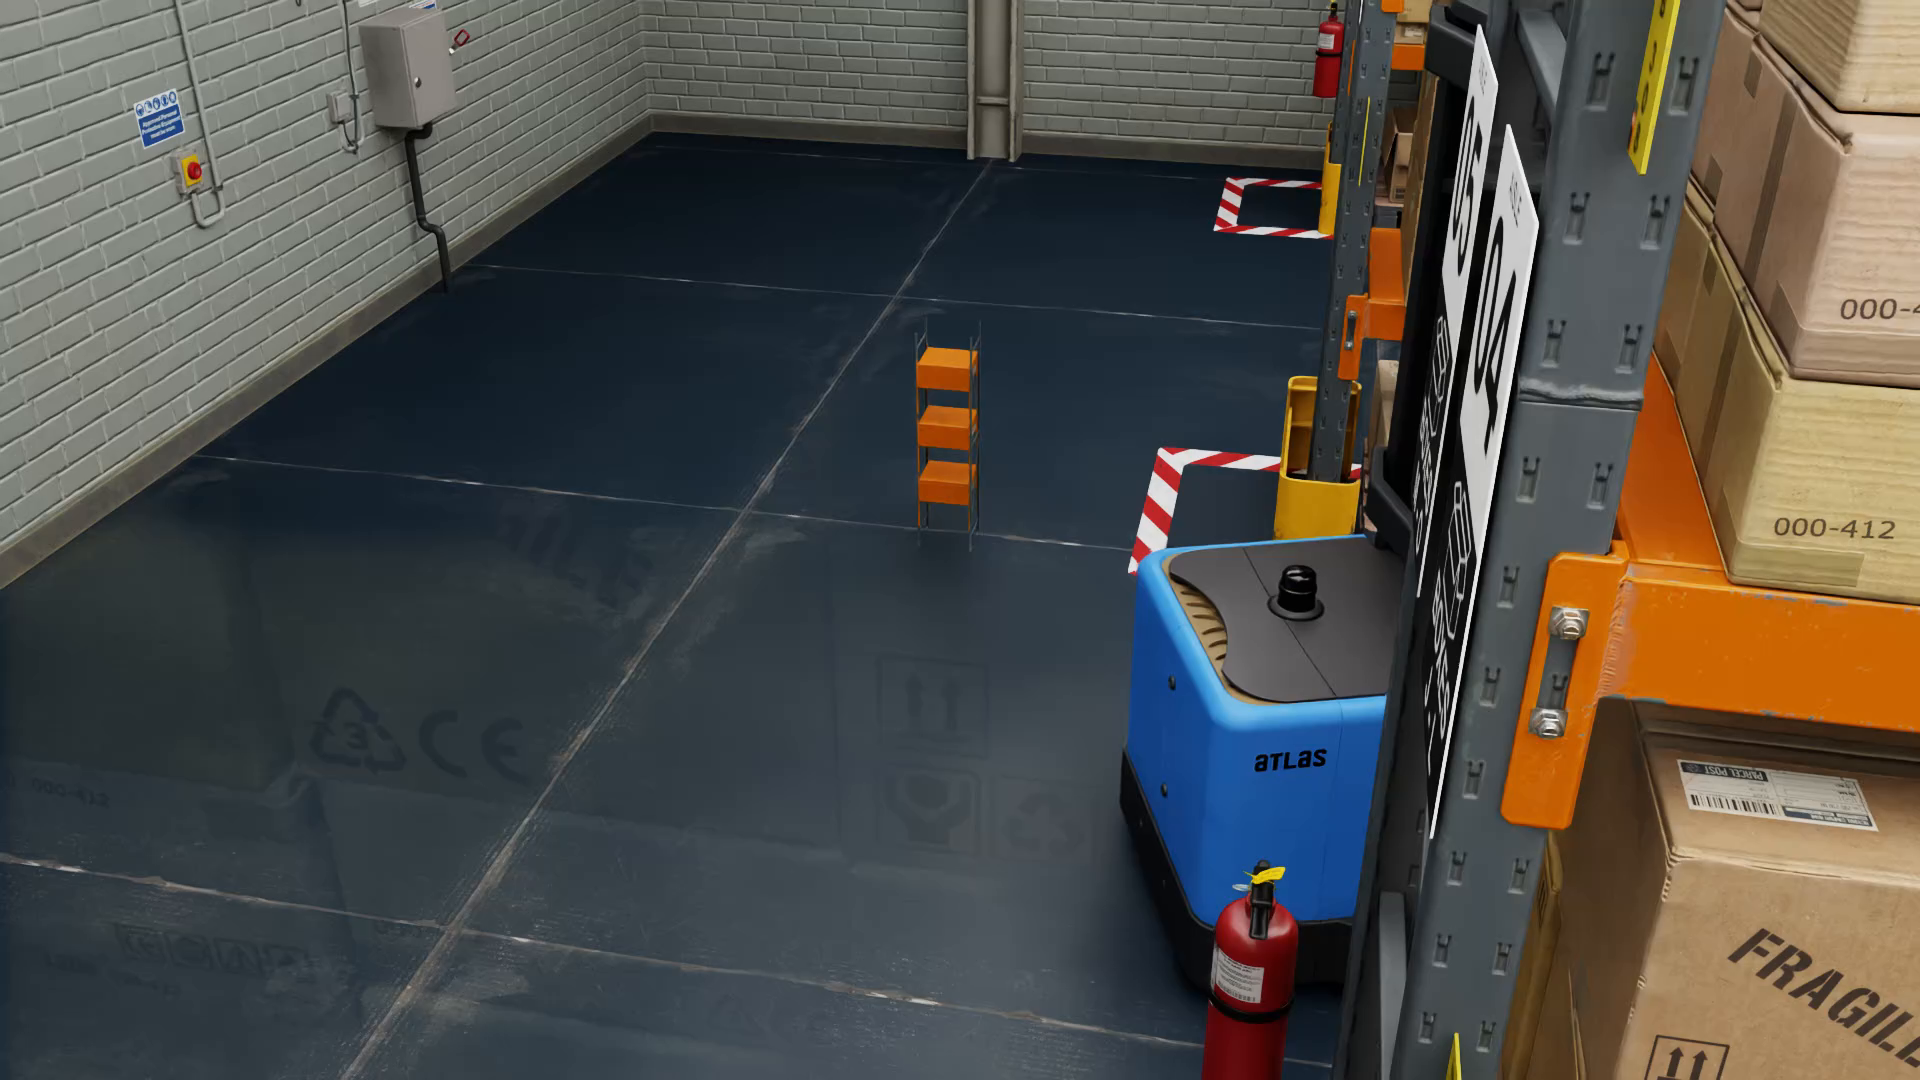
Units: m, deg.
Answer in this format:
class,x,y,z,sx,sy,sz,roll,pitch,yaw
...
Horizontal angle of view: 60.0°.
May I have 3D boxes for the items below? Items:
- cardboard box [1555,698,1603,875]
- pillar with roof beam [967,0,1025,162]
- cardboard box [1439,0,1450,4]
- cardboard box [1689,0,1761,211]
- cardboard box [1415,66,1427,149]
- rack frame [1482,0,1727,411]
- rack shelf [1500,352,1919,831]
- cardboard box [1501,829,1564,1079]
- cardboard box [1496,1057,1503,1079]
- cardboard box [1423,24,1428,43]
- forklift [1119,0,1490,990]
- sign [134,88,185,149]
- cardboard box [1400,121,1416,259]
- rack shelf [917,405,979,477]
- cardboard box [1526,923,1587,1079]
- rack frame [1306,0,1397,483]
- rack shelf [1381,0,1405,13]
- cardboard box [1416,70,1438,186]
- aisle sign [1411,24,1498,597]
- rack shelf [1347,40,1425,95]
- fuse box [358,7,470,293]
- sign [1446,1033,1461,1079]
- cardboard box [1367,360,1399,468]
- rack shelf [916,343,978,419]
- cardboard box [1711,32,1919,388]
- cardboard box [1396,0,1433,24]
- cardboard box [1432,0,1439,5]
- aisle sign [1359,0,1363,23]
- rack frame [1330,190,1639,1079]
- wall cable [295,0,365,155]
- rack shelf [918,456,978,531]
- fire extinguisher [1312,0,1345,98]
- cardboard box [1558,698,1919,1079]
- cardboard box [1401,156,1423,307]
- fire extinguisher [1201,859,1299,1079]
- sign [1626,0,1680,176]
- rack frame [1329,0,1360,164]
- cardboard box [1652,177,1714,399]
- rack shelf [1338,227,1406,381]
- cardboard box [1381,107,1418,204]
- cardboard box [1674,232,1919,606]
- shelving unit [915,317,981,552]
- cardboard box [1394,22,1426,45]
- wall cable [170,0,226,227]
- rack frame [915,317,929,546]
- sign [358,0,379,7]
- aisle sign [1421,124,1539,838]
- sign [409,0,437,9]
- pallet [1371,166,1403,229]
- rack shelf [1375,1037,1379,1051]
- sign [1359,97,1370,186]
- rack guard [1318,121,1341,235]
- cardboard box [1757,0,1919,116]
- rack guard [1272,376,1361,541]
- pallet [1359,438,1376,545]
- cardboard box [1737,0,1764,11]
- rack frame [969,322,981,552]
class,x,y,z,sx,sy,sz,roll,pitch,yaw
cardboard box,1.259,0.255,2.705,0.500,0.500,0.500,5,29,10
pillar with roof beam,-0.620,-5.031,7.568,0.400,9.000,9.100,6,29,11
cardboard box,1.984,-1.997,6.453,0.250,0.149,0.380,6,29,12
cardboard box,1.263,-0.603,2.241,0.500,0.250,0.500,5,29,9
cardboard box,2.216,-1.942,7.028,0.500,0.500,0.500,7,29,12
rack frame,0.760,-1.692,1.470,0.127,3.000,1.000,6,29,11
rack shelf,2.716,0.139,1.997,4.000,0.370,1.077,6,29,11
cardboard box,1.253,0.689,2.954,0.500,0.500,0.500,6,29,12
cardboard box,1.138,0.949,3.154,0.250,0.149,0.380,6,29,11
cardboard box,3.250,-3.451,11.192,0.250,0.149,0.380,7,29,12
forklift,2.128,-0.192,5.049,3.031,2.935,1.130,-4,29,-8
sign,-3.894,-2.052,8.093,0.001,0.218,0.327,6,29,11
cardboard box,2.222,-1.515,7.290,0.500,0.500,0.500,6,29,11
rack shelf,-0.052,-0.457,7.513,0.240,0.259,0.215,6,29,11
cardboard box,1.141,0.940,2.496,0.500,0.500,0.500,7,30,13
rack frame,1.695,-1.396,7.176,0.127,3.000,1.000,6,29,11
rack shelf,3.651,-2.195,6.262,4.000,0.370,1.077,6,29,11
cardboard box,2.105,-1.696,6.579,0.500,0.500,0.500,5,29,9
aisle sign,0.751,-0.349,2.558,0.004,0.787,0.394,6,29,11
rack shelf,4.684,-3.211,11.241,4.000,0.370,1.077,6,29,11
fuse box,-3.243,-2.357,10.273,0.414,1.711,0.539,6,29,11
sign,0.647,0.814,2.238,0.005,0.325,0.100,6,29,11
cardboard box,2.361,-0.437,7.655,0.875,0.438,0.875,5,29,9
rack shelf,-0.052,-0.705,7.377,0.240,0.259,0.215,6,29,11
cardboard box,1.145,-0.363,1.802,0.500,0.250,0.500,6,29,11
cardboard box,3.115,-3.620,11.085,0.500,0.250,0.500,6,29,11
cardboard box,2.088,-2.221,6.862,0.250,0.149,0.380,6,29,11
aisle sign,1.564,-2.407,6.316,0.004,0.787,0.394,6,29,11
rack frame,0.760,0.939,2.911,0.127,3.000,1.000,6,29,11
wall cable,-3.540,-3.063,9.163,0.122,1.984,0.588,6,29,11
rack shelf,-0.052,-0.213,7.646,0.240,0.259,0.215,6,29,11
fire extinguisher,2.487,-3.327,11.173,0.183,0.674,0.296,6,29,11
cardboard box,1.143,0.496,2.266,0.500,0.500,0.500,6,29,10
cardboard box,2.104,-1.257,6.818,0.500,0.500,0.500,6,29,10
fire extinguisher,0.610,0.895,3.461,0.183,0.674,0.296,6,29,11
sign,0.647,-0.505,1.515,0.005,0.325,0.100,6,29,11
rack frame,2.728,-3.727,11.434,0.127,3.000,1.000,6,29,11
cardboard box,1.260,-0.389,2.370,0.500,0.250,0.500,5,29,9
rack shelf,3.651,-0.880,6.982,4.000,0.370,1.077,6,29,11
cardboard box,3.306,-2.711,11.740,0.637,0.503,0.797,5,29,9
cardboard box,1.146,-0.146,1.925,0.500,0.250,0.500,7,29,12
shelving unit,-0.052,-0.466,7.508,0.252,1.050,0.215,6,29,11
cardboard box,2.992,-3.455,11.199,0.250,0.149,0.380,6,29,10
wall cable,-3.825,-2.410,7.937,0.123,1.953,0.585,6,29,11
rack frame,-0.172,-0.478,7.530,0.008,1.050,0.200,6,29,11
sign,-3.457,-3.279,9.756,0.001,0.242,0.339,6,29,11
aisle sign,0.626,-0.068,2.043,0.004,0.787,0.394,6,29,11
sign,-3.343,-3.133,10.448,0.001,0.494,0.329,6,29,11
pallet,3.582,-2.417,11.945,1.213,0.211,1.003,6,29,11
rack shelf,2.716,1.455,2.717,4.000,0.370,1.077,6,29,11
sign,1.573,-1.550,6.474,0.005,0.325,0.100,6,29,11
rack guard,2.802,-2.623,12.021,0.348,0.500,1.175,6,29,11
cardboard box,1.029,-0.566,1.756,0.250,0.149,0.380,6,29,10
rack guard,1.671,-0.302,7.780,0.348,0.500,1.175,6,29,11
pallet,2.493,-0.129,7.766,1.213,0.211,1.003,6,29,11
cardboard box,1.146,-0.810,2.202,0.250,0.149,0.380,6,29,10
rack frame,0.067,-0.454,7.485,0.008,1.050,0.200,6,29,11
